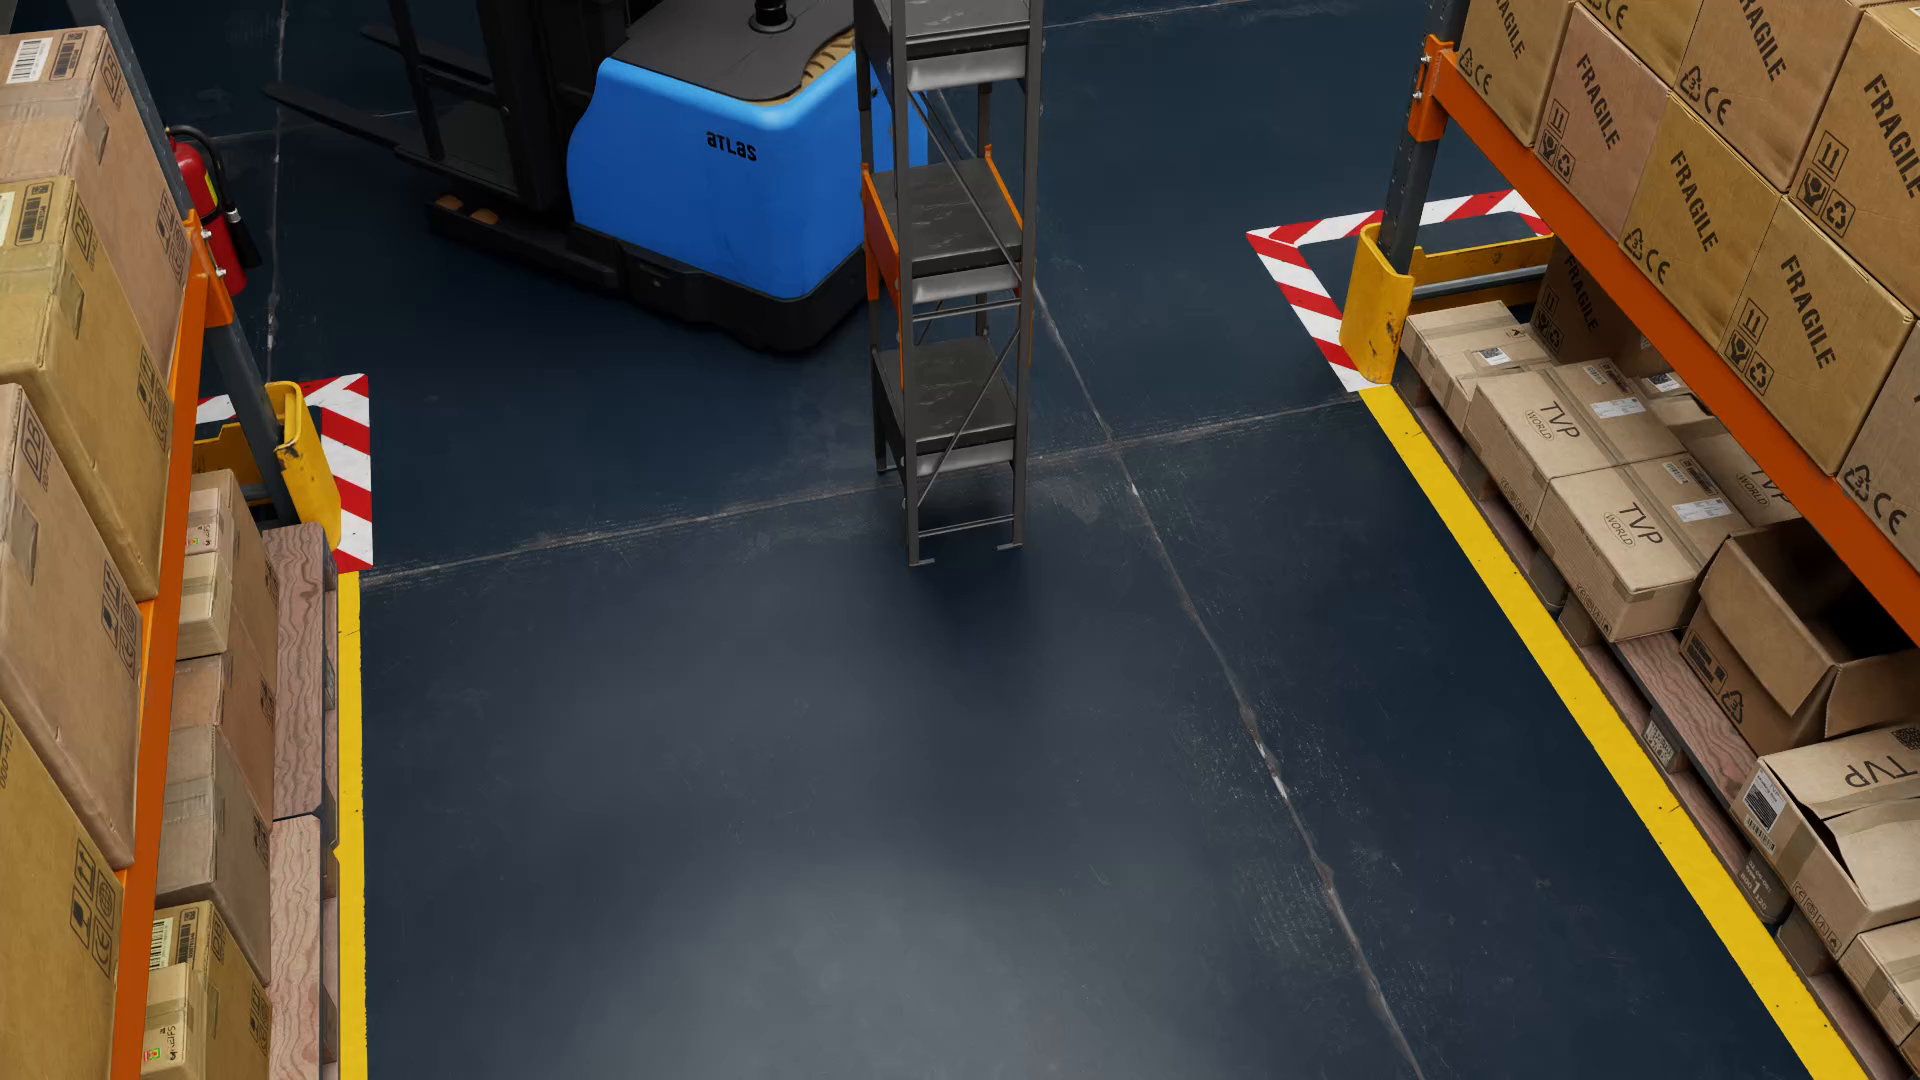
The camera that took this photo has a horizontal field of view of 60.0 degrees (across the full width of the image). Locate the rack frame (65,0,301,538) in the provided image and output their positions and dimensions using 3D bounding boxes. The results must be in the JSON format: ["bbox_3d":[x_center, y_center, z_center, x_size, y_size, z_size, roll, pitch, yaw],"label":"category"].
[{"bbox_3d":[-2.728,-1.001,4.631,1.000,3.000,0.127,-11,47,-10],"label":"rack frame"}]

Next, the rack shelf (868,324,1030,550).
[{"bbox_3d":[-0.042,-0.350,5.622,0.431,0.518,0.480,-11,47,-10],"label":"rack shelf"}]

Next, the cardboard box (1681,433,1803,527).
[{"bbox_3d":[2.651,-0.109,5.374,0.500,0.250,0.500,-11,47,-10],"label":"cardboard box"}]

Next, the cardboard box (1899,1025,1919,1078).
[{"bbox_3d":[2.663,1.232,3.885,0.500,0.500,0.500,-11,47,-10],"label":"cardboard box"}]

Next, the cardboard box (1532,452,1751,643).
[{"bbox_3d":[2.180,0.017,5.250,0.500,0.250,0.500,-11,47,-10],"label":"cardboard box"}]

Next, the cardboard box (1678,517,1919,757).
[{"bbox_3d":[2.597,0.276,4.819,0.797,0.503,0.637,-11,47,-10],"label":"cardboard box"}]

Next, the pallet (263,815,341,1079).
[{"bbox_3d":[-2.139,1.354,4.276,1.003,0.211,1.213,-11,47,-10],"label":"pallet"}]

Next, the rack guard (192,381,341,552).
[{"bbox_3d":[-2.734,-0.143,5.540,1.175,0.500,0.348,-11,47,-10],"label":"rack guard"}]

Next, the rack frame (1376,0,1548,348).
[{"bbox_3d":[2.059,-1.909,5.521,1.000,3.000,0.127,-11,47,-10],"label":"rack frame"}]

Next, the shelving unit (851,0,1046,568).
[{"bbox_3d":[-0.042,-0.849,5.112,0.431,2.100,0.503,-11,47,-10],"label":"shelving unit"}]

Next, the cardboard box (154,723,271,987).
[{"bbox_3d":[-2.195,0.885,4.239,0.700,0.500,0.500,-12,47,-12],"label":"cardboard box"}]

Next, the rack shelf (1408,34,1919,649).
[{"bbox_3d":[2.571,-0.277,4.425,1.077,0.370,4.000,-11,47,-10],"label":"rack shelf"}]

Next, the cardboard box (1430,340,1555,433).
[{"bbox_3d":[1.898,-0.547,5.862,0.380,0.166,0.250,-11,47,-10],"label":"cardboard box"}]

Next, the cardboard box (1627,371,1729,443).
[{"bbox_3d":[2.453,-0.445,5.762,0.380,0.166,0.250,-11,47,-10],"label":"cardboard box"}]

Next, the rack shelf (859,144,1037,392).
[{"bbox_3d":[-0.042,-0.840,5.122,0.431,0.518,0.480,-11,47,-10],"label":"rack shelf"}]

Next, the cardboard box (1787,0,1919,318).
[{"bbox_3d":[2.313,-0.883,3.745,0.500,0.500,0.500,-11,47,-11],"label":"cardboard box"}]

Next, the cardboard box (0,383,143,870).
[{"bbox_3d":[-2.205,0.273,3.173,0.980,0.700,0.700,-13,47,-12],"label":"cardboard box"}]

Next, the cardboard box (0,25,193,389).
[{"bbox_3d":[-2.588,-0.756,4.180,0.980,0.700,0.700,-9,46,-9],"label":"cardboard box"}]

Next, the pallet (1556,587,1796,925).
[{"bbox_3d":[2.593,0.510,5.102,1.003,0.211,1.213,-11,47,-10],"label":"pallet"}]

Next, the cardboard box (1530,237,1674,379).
[{"bbox_3d":[2.437,-0.858,5.933,0.500,0.500,0.500,-11,47,-10],"label":"cardboard box"}]

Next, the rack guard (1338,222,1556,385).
[{"bbox_3d":[2.079,-0.982,6.362,1.175,0.500,0.348,-11,47,-10],"label":"rack guard"}]

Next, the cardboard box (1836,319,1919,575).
[{"bbox_3d":[2.440,-0.191,3.767,0.500,0.500,0.500,-10,46,-9],"label":"cardboard box"}]

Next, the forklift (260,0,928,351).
[{"bbox_3d":[-1.646,-2.538,6.185,3.031,2.935,1.130,23,50,21],"label":"forklift"}]

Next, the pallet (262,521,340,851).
[{"bbox_3d":[-2.448,0.513,5.100,1.003,0.211,1.213,-11,47,-10],"label":"pallet"}]

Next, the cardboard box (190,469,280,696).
[{"bbox_3d":[-2.452,0.192,4.918,0.700,0.500,0.500,-11,47,-10],"label":"cardboard box"}]

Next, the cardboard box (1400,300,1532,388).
[{"bbox_3d":[1.834,-0.713,6.037,0.380,0.149,0.250,-11,47,-10],"label":"cardboard box"}]

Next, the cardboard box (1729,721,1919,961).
[{"bbox_3d":[2.471,0.780,4.460,0.500,0.311,0.500,-11,47,-10],"label":"cardboard box"}]

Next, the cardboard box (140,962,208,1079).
[{"bbox_3d":[-1.842,1.096,3.577,0.380,0.149,0.250,-12,47,-11],"label":"cardboard box"}]

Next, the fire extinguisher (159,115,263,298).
[{"bbox_3d":[-2.321,-1.032,4.976,0.296,0.674,0.183,-11,47,-10],"label":"fire extinguisher"}]

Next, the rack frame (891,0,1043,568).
[{"bbox_3d":[0.020,-0.681,4.947,0.400,2.100,0.015,-11,47,-10],"label":"rack frame"}]

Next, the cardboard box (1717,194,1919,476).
[{"bbox_3d":[2.307,-0.542,4.111,0.500,0.500,0.500,-10,46,-10],"label":"cardboard box"}]

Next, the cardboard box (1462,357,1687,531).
[{"bbox_3d":[2.052,-0.328,5.589,0.500,0.250,0.500,-11,47,-10],"label":"cardboard box"}]

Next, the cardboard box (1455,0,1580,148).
[{"bbox_3d":[1.918,-1.590,5.138,0.500,0.500,0.500,-10,46,-9],"label":"cardboard box"}]

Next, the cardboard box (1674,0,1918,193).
[{"bbox_3d":[2.183,-1.234,4.089,0.500,0.500,0.500,-10,46,-10],"label":"cardboard box"}]

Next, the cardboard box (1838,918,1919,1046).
[{"bbox_3d":[2.509,1.107,4.253,0.380,0.149,0.250,-11,47,-10],"label":"cardboard box"}]

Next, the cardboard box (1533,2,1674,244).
[{"bbox_3d":[2.055,-1.234,4.790,0.500,0.500,0.500,-11,47,-11],"label":"cardboard box"}]

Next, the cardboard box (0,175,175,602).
[{"bbox_3d":[-2.391,-0.255,3.690,0.980,0.700,0.700,-11,47,-11],"label":"cardboard box"}]

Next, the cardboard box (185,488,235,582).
[{"bbox_3d":[-2.243,0.020,4.632,0.380,0.149,0.250,-11,47,-11],"label":"cardboard box"}]

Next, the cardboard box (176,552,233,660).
[{"bbox_3d":[-2.177,0.197,4.459,0.380,0.149,0.250,-10,46,-9],"label":"cardboard box"}]

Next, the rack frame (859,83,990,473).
[{"bbox_3d":[-0.105,-1.018,5.277,0.400,2.100,0.015,-11,47,-10],"label":"rack frame"}]

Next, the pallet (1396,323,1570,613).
[{"bbox_3d":[2.284,-0.330,5.926,1.003,0.211,1.213,-11,47,-10],"label":"pallet"}]

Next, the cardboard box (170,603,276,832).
[{"bbox_3d":[-2.324,0.537,4.579,0.700,0.500,0.500,-11,47,-10],"label":"cardboard box"}]

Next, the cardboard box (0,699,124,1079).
[{"bbox_3d":[-2.009,0.773,2.682,0.980,0.700,0.700,-12,47,-11],"label":"cardboard box"}]

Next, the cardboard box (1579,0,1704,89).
[{"bbox_3d":[2.059,-1.580,4.428,0.500,0.500,0.500,-10,46,-10],"label":"cardboard box"}]

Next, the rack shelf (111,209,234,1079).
[{"bbox_3d":[-2.216,0.632,3.534,1.077,0.370,4.000,-11,47,-10],"label":"rack shelf"}]

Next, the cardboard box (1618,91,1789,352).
[{"bbox_3d":[2.181,-0.887,4.449,0.500,0.500,0.500,-11,47,-10],"label":"cardboard box"}]

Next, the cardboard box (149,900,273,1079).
[{"bbox_3d":[-2.051,1.251,3.880,0.700,0.500,0.500,-10,46,-9],"label":"cardboard box"}]

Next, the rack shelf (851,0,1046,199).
[{"bbox_3d":[-0.042,-1.330,4.622,0.431,0.518,0.480,-11,47,-10],"label":"rack shelf"}]

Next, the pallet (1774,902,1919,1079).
[{"bbox_3d":[2.908,1.354,4.275,1.003,0.211,1.213,-11,47,-10],"label":"pallet"}]
